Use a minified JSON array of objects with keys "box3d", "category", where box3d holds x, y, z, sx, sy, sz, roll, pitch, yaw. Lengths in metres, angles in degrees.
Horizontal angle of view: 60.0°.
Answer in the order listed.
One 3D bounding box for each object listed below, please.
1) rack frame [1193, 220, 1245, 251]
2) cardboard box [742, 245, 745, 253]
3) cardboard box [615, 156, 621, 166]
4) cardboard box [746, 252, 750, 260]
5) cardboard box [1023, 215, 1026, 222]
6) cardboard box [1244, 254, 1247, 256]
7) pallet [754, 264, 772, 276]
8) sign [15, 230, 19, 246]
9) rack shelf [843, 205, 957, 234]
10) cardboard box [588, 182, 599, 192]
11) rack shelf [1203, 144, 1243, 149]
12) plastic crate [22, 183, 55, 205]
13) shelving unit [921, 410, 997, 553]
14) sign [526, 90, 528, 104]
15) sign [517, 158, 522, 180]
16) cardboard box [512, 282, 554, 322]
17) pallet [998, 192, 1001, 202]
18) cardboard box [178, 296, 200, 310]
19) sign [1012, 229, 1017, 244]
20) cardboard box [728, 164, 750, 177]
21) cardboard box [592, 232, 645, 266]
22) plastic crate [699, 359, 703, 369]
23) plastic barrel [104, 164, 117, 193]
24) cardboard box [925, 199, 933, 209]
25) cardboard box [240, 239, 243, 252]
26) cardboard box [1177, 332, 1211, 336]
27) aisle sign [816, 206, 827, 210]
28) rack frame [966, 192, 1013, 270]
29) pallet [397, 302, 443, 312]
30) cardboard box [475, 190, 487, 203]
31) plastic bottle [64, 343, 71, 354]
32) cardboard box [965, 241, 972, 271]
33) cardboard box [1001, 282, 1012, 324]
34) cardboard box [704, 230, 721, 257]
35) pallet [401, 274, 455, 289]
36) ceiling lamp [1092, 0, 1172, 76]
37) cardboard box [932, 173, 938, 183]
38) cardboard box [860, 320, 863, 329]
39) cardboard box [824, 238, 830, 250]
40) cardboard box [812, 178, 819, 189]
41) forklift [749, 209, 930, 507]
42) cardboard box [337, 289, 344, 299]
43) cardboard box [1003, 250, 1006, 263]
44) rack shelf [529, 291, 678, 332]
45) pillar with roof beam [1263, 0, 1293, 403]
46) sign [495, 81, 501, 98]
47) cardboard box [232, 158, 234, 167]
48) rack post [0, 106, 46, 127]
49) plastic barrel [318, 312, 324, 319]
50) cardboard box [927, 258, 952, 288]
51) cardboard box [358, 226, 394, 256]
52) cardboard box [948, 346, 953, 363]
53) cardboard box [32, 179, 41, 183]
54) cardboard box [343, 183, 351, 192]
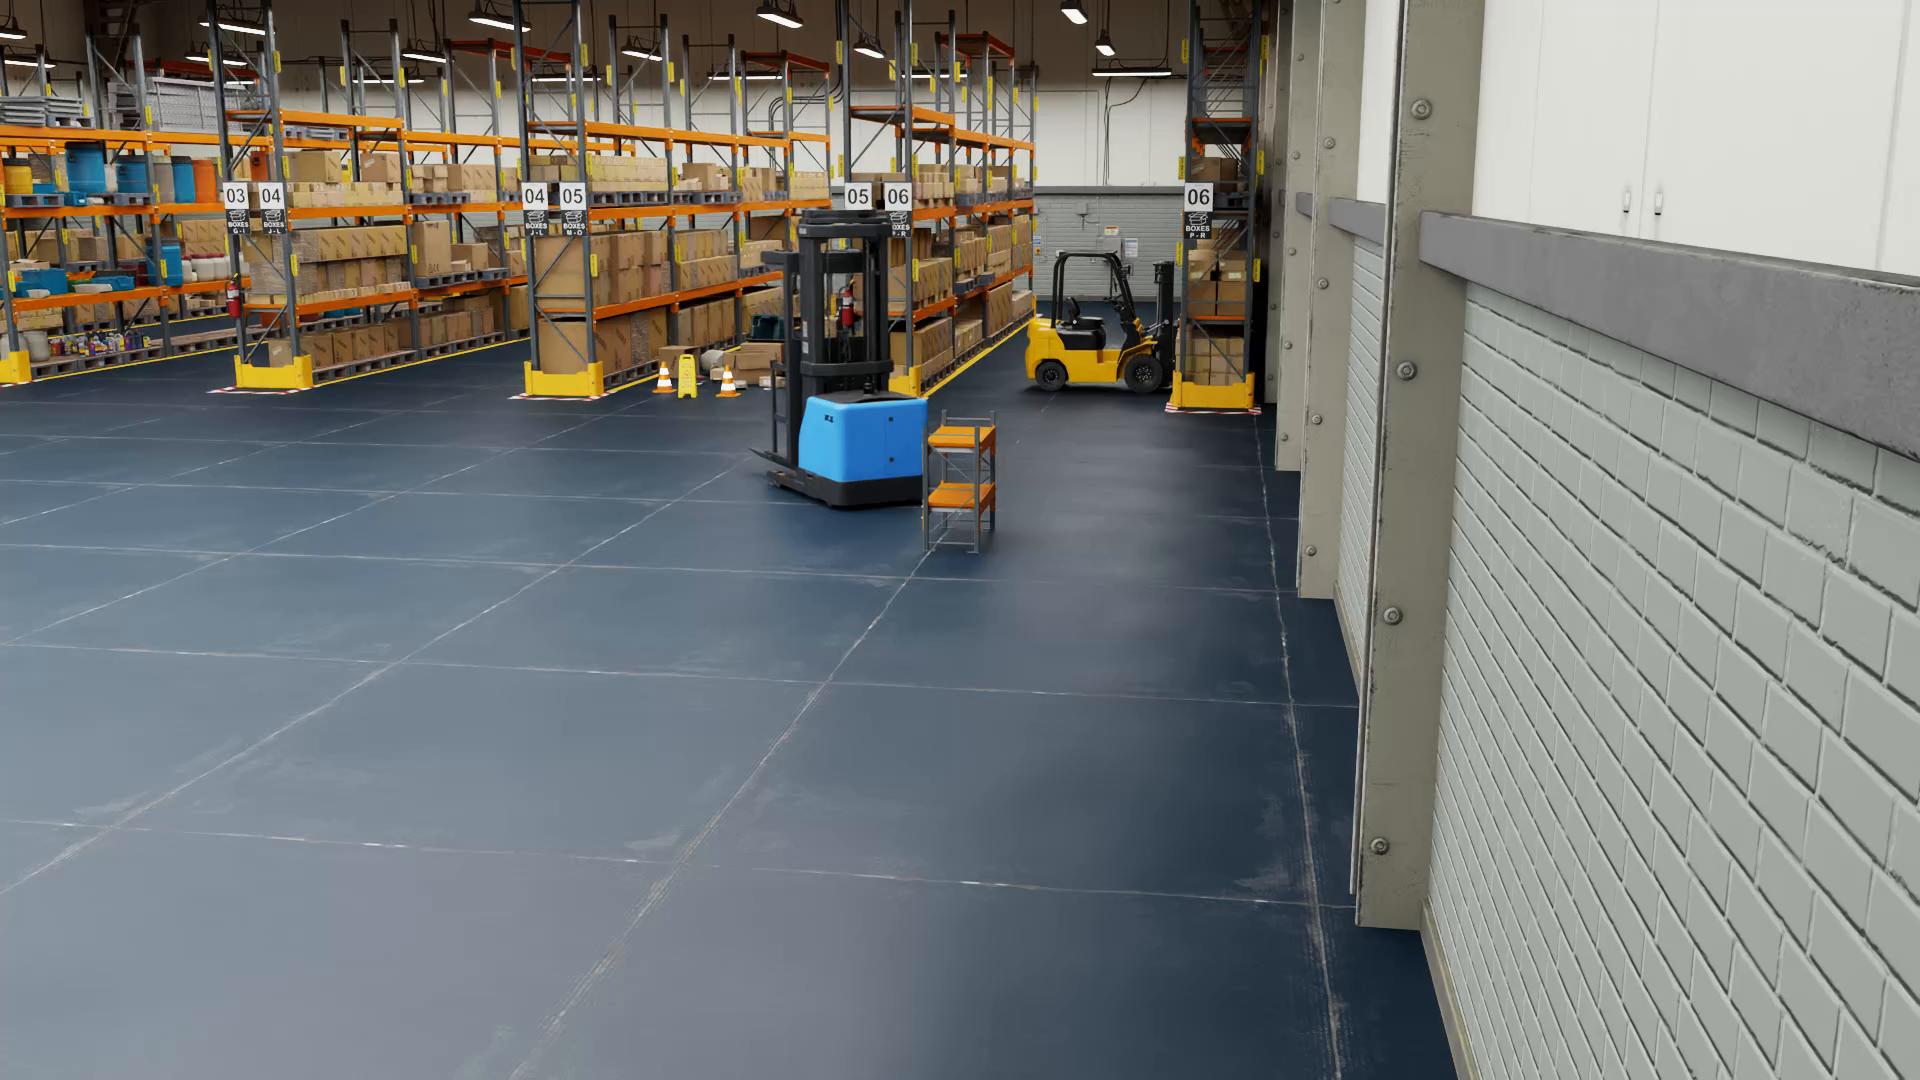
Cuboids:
[{"box3d":[4.934,-5.095,31.772,1.000,3.000,0.127,2,12,9],"category":"rack frame"},{"box3d":[-4.577,-5.914,33.758,0.380,0.149,0.250,2,12,7],"category":"cardboard box"},{"box3d":[-5.585,-5.987,26.262,0.380,0.149,0.250,2,12,8],"category":"cardboard box"},{"box3d":[-4.528,-5.829,34.069,0.380,0.149,0.250,1,12,7],"category":"cardboard box"},{"box3d":[1.351,-7.533,38.933,0.380,0.149,0.250,2,12,10],"category":"cardboard box"},{"box3d":[4.339,-4.432,26.212,0.380,0.149,0.250,2,12,8],"category":"cardboard box"},{"box3d":[-4.614,-5.714,35.100,1.003,0.211,1.213,2,12,9],"category":"pallet"},{"box3d":[-20.089,-6.441,35.456,0.100,0.325,0.005,2,12,9],"category":"sign"},{"box3d":[-0.894,-5.121,26.479,1.077,0.370,4.000,2,12,9],"category":"rack shelf"},{"box3d":[-5.739,-5.388,25.372,0.380,0.149,0.250,2,12,9],"category":"cardboard box"},{"box3d":[5.857,-8.923,37.012,1.077,0.370,4.000,2,12,9],"category":"rack shelf"},{"box3d":[-15.892,-5.937,28.595,0.392,0.384,0.575,2,12,9],"category":"plastic crate"},{"box3d":[0.001,-0.551,15.138,0.538,1.125,1.048,2,12,9],"category":"shelving unit"},{"box3d":[-9.693,-9.899,37.228,0.100,0.325,0.005,2,12,9],"category":"sign"},{"box3d":[-6.642,-5.610,25.128,0.100,0.325,0.005,2,12,9],"category":"sign"},{"box3d":[-9.492,-5.071,35.707,1.225,0.875,0.875,2,12,9],"category":"cardboard box"},{"box3d":[0.245,-6.998,33.929,1.003,0.211,1.213,2,12,11],"category":"pallet"},{"box3d":[-18.658,-5.712,39.971,0.500,0.311,0.500,2,12,9],"category":"cardboard box"},{"box3d":[1.182,-6.600,36.192,0.100,0.325,0.005,2,12,9],"category":"sign"},{"box3d":[-4.464,-7.466,33.601,0.396,0.266,0.258,2,12,9],"category":"cardboard box"},{"box3d":[-5.772,-4.861,27.767,0.875,0.550,0.550,2,12,9],"category":"cardboard box"},{"box3d":[-4.225,-3.137,29.223,0.450,0.188,0.662,-3,8,40],"category":"plastic crate"},{"box3d":[-15.533,-6.547,30.127,0.421,0.512,0.421,0,12,0],"category":"plastic barrel"},{"box3d":[-0.635,-5.261,26.018,0.380,0.149,0.250,2,12,9],"category":"cardboard box"},{"box3d":[-18.279,-7.298,41.758,0.500,0.500,0.500,2,12,9],"category":"cardboard box"},{"box3d":[3.539,-2.992,25.170,0.500,0.250,0.500,2,12,10],"category":"cardboard box"},{"box3d":[-3.340,-8.336,40.640,0.394,0.787,0.004,2,12,9],"category":"aisle sign"},{"box3d":[0.644,-6.088,36.378,1.000,3.000,0.127,2,12,9],"category":"rack frame"},{"box3d":[-13.592,-5.868,41.980,1.003,0.211,1.213,2,12,9],"category":"pallet"},{"box3d":[-9.657,-6.759,32.727,0.500,0.250,0.500,2,12,8],"category":"cardboard box"},{"box3d":[-15.825,-3.395,29.483,0.097,0.201,0.097,0,12,0],"category":"plastic bottle"},{"box3d":[-0.065,-5.117,29.934,0.500,0.500,0.500,2,12,8],"category":"cardboard box"},{"box3d":[0.628,-5.123,35.947,0.875,0.875,0.875,2,12,10],"category":"cardboard box"},{"box3d":[-5.033,-5.734,32.124,0.700,0.500,0.500,2,12,8],"category":"cardboard box"},{"box3d":[-10.117,-4.804,30.877,1.003,0.211,1.213,2,12,9],"category":"pallet"},{"box3d":[4.276,-13.180,41.191,2.000,3.185,0.800,2,12,9],"category":"ceiling lamp"},{"box3d":[-0.563,-5.757,26.426,0.380,0.149,0.250,2,12,9],"category":"cardboard box"},{"box3d":[-1.346,-3.388,26.063,0.380,0.149,0.250,2,12,10],"category":"cardboard box"},{"box3d":[-3.462,-7.152,40.374,0.500,0.500,0.500,2,12,10],"category":"cardboard box"},{"box3d":[-3.626,-8.380,39.064,0.500,0.250,0.500,2,12,9],"category":"cardboard box"},{"box3d":[-1.433,-2.025,17.689,1.130,2.935,3.031,-6,14,-27],"category":"forklift"},{"box3d":[-10.529,-4.100,27.751,0.380,0.149,0.250,2,12,9],"category":"cardboard box"},{"box3d":[0.673,-5.947,34.894,0.500,0.250,0.500,2,12,10],"category":"cardboard box"},{"box3d":[-5.801,-3.794,27.441,1.077,0.370,4.000,2,12,9],"category":"rack shelf"},{"box3d":[0.448,-6.618,24.597,9.100,9.000,0.400,2,12,9],"category":"pillar with roof beam"},{"box3d":[-9.226,-8.989,33.194,0.100,0.325,0.005,2,12,9],"category":"sign"},{"box3d":[-18.515,-9.251,41.325,0.700,0.500,0.500,2,12,9],"category":"cardboard box"},{"box3d":[-15.646,-6.913,27.153,0.937,0.300,0.954,3,13,15],"category":"rack post"},{"box3d":[-14.427,-5.184,37.092,0.421,0.512,0.421,0,12,0],"category":"plastic barrel"},{"box3d":[-0.409,-4.516,28.142,0.500,0.500,0.500,2,12,7],"category":"cardboard box"},{"box3d":[-10.251,-5.220,29.034,0.500,0.500,0.500,2,12,9],"category":"cardboard box"},{"box3d":[-0.412,-3.152,28.285,0.500,0.250,0.500,2,12,11],"category":"cardboard box"},{"box3d":[-19.565,-7.400,34.706,0.500,0.250,0.500,1,12,4],"category":"cardboard box"},{"box3d":[-10.469,-5.927,27.920,0.380,0.149,0.250,1,12,7],"category":"cardboard box"}]
